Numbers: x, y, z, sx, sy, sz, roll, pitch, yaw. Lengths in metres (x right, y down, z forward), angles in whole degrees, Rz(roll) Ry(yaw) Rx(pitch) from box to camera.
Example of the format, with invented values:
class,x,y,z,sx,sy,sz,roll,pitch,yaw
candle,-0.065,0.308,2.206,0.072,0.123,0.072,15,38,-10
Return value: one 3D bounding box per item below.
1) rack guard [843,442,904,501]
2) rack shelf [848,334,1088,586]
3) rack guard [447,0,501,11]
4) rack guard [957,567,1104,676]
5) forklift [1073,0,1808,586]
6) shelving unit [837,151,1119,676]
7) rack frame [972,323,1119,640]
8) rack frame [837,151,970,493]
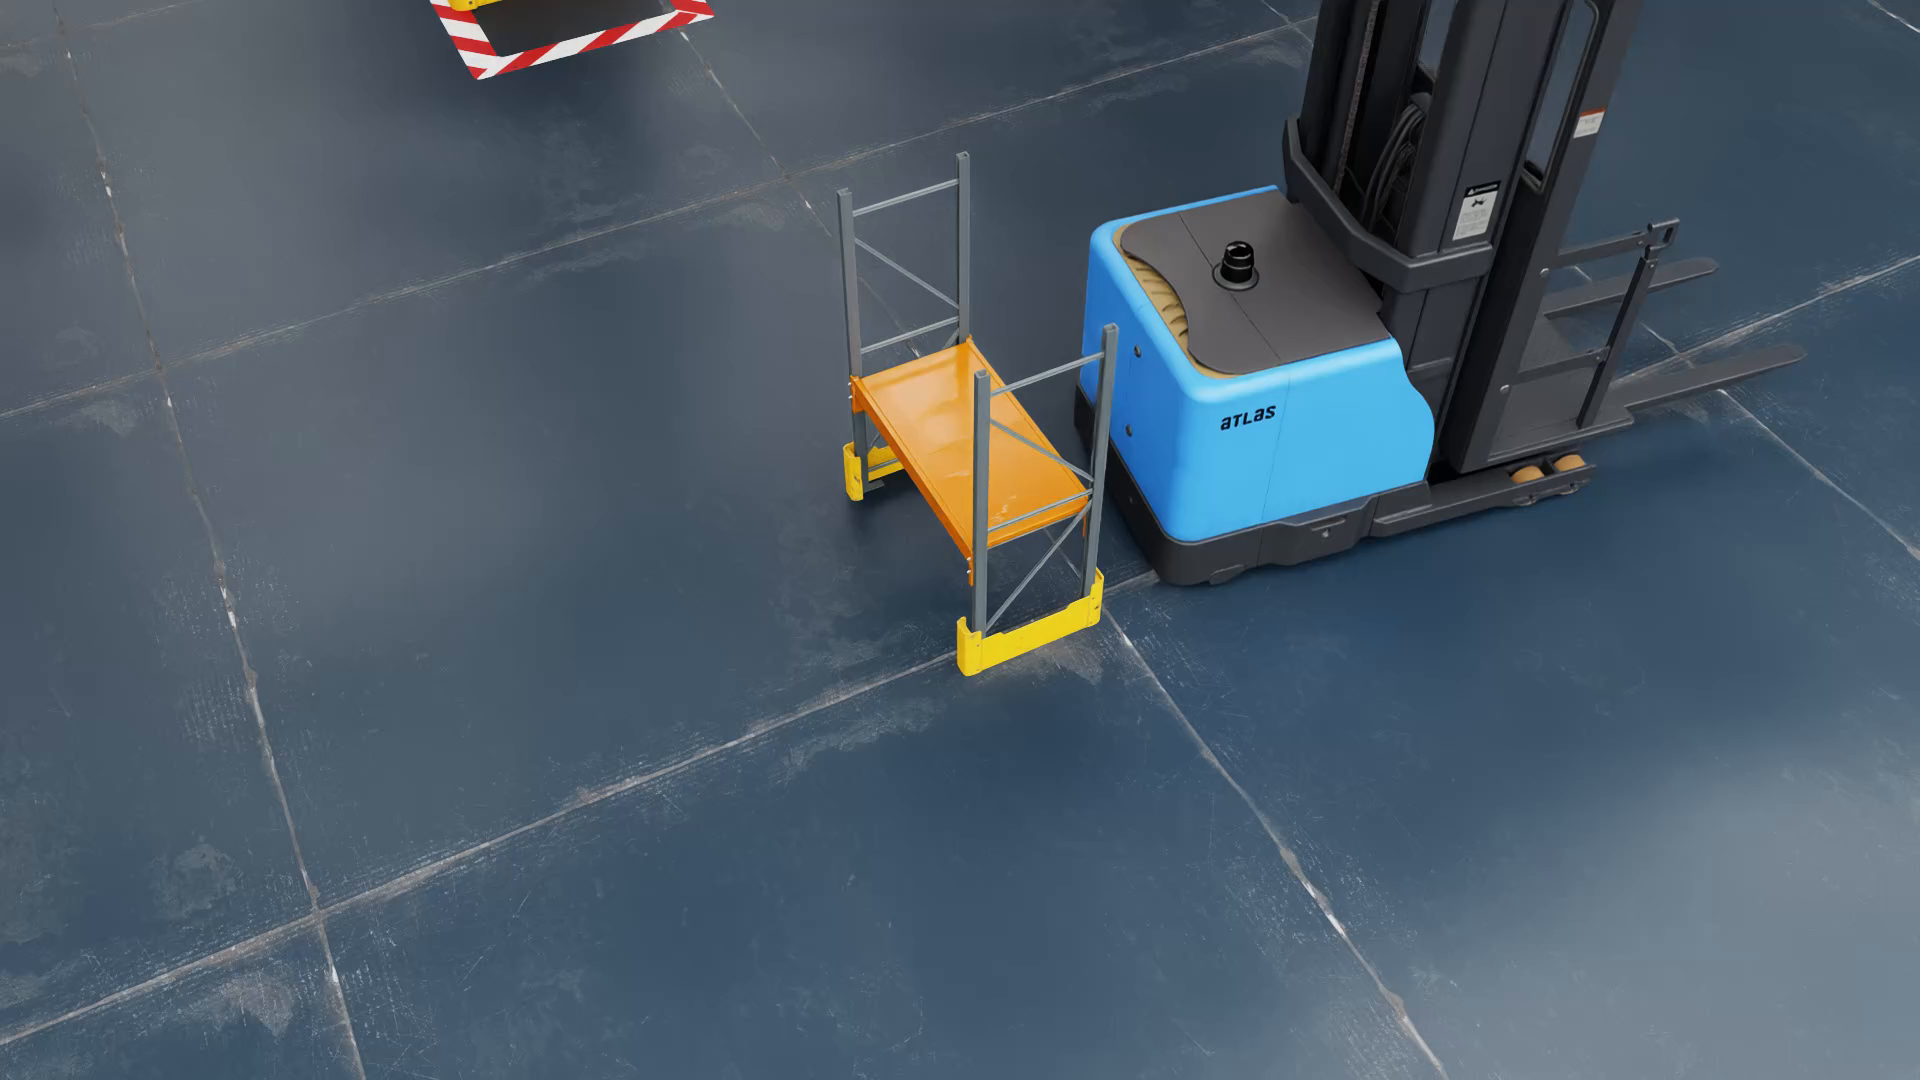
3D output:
class,x,y,z,sx,sy,sz,roll,pitch,yaw
rack guard,-0.193,-0.365,6.795,0.587,0.250,0.087,-21,52,-18
rack shelf,0.039,-0.318,6.164,0.538,0.185,1.000,-21,52,-18
rack guard,-2.349,-3.390,9.275,1.175,0.500,0.348,-21,52,-18
rack guard,0.263,0.302,6.212,0.587,0.250,0.087,-21,52,-18
forklift,2.050,-1.467,5.979,3.031,2.935,1.130,-15,50,-13
shelving unit,0.035,-0.443,6.033,0.587,1.500,1.083,-21,52,-18
rack frame,0.272,-0.096,5.731,0.500,1.500,0.032,-21,52,-18
rack frame,-0.194,-0.777,6.326,0.500,1.500,0.032,-21,52,-18
